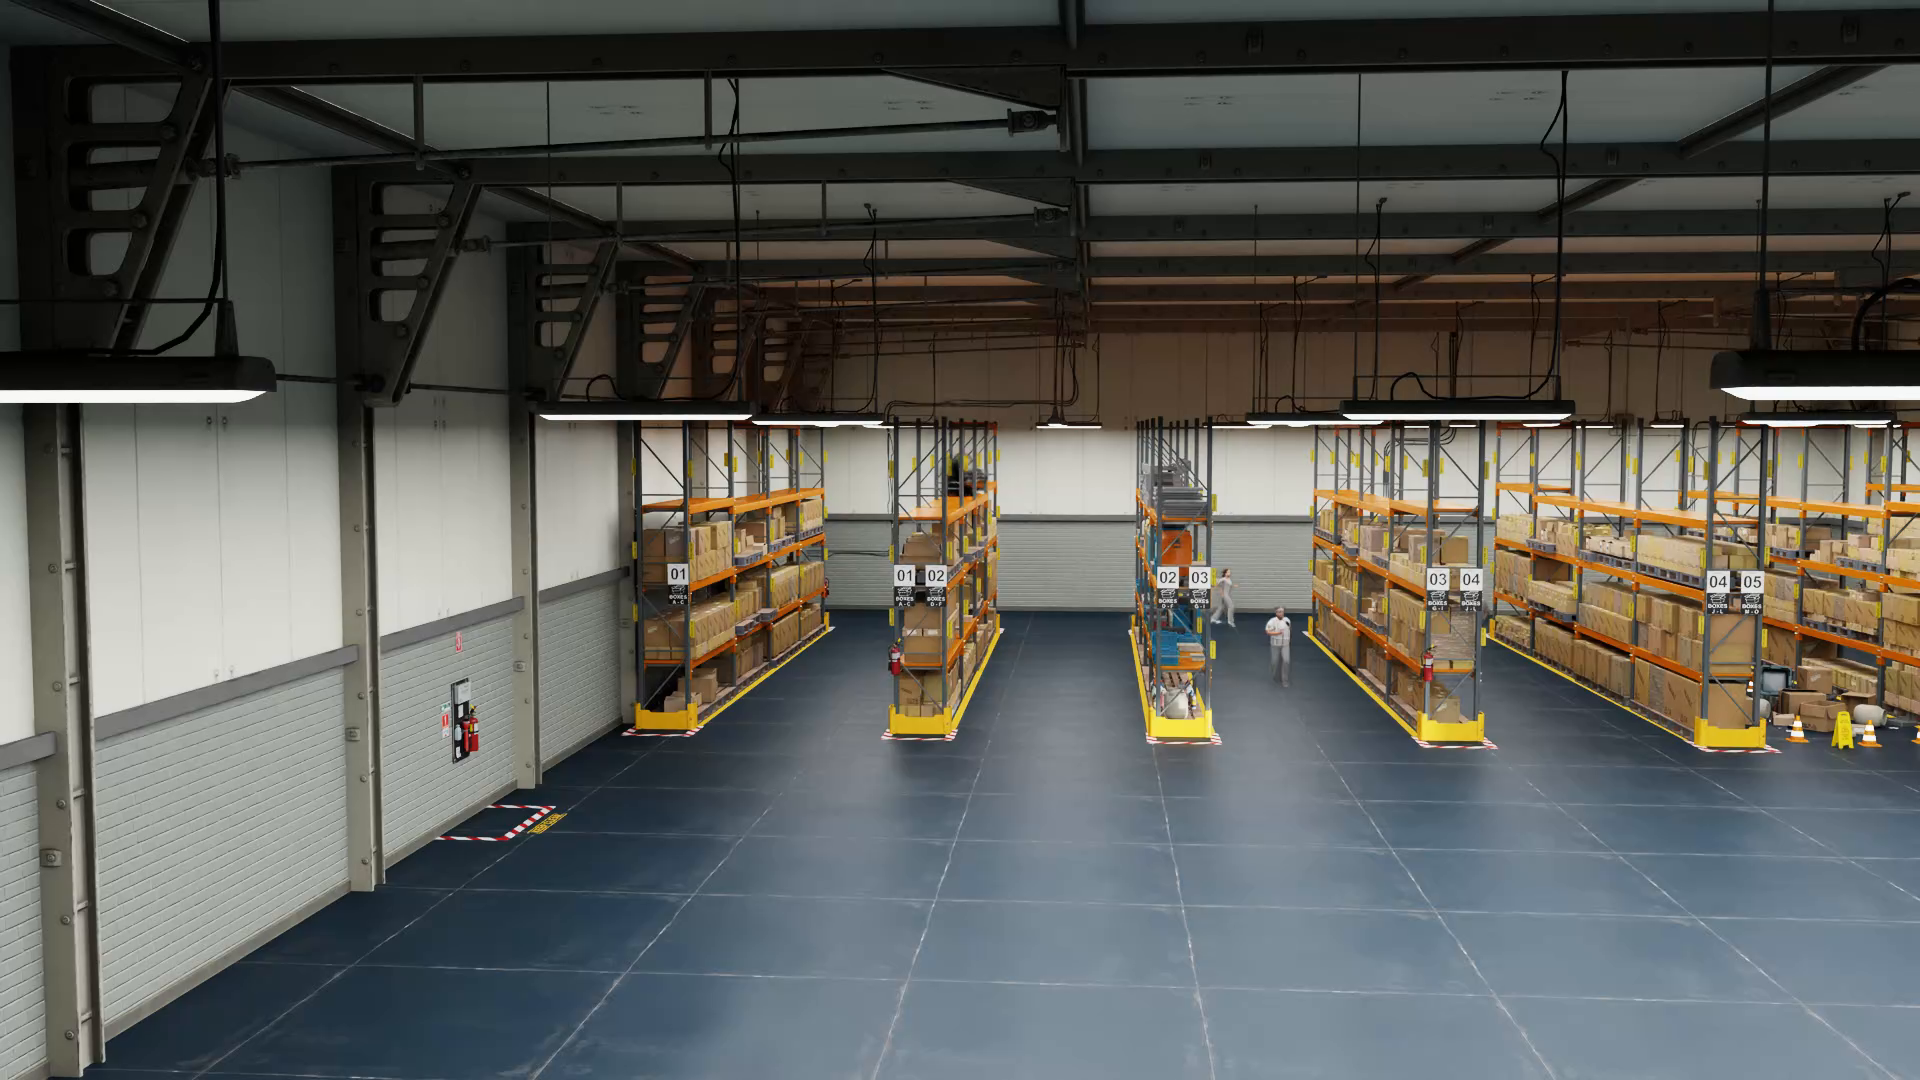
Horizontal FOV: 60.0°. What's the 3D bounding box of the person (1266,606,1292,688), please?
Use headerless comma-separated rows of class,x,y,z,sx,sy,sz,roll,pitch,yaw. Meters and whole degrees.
person,7.186,2.395,37.470,0.652,1.863,0.832,0,4,-6

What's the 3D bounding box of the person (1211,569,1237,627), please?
person,7.799,1.698,48.999,0.793,1.725,0.541,2,4,24

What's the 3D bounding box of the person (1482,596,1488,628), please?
person,13.084,2.097,42.306,0.740,1.858,0.810,0,4,4
